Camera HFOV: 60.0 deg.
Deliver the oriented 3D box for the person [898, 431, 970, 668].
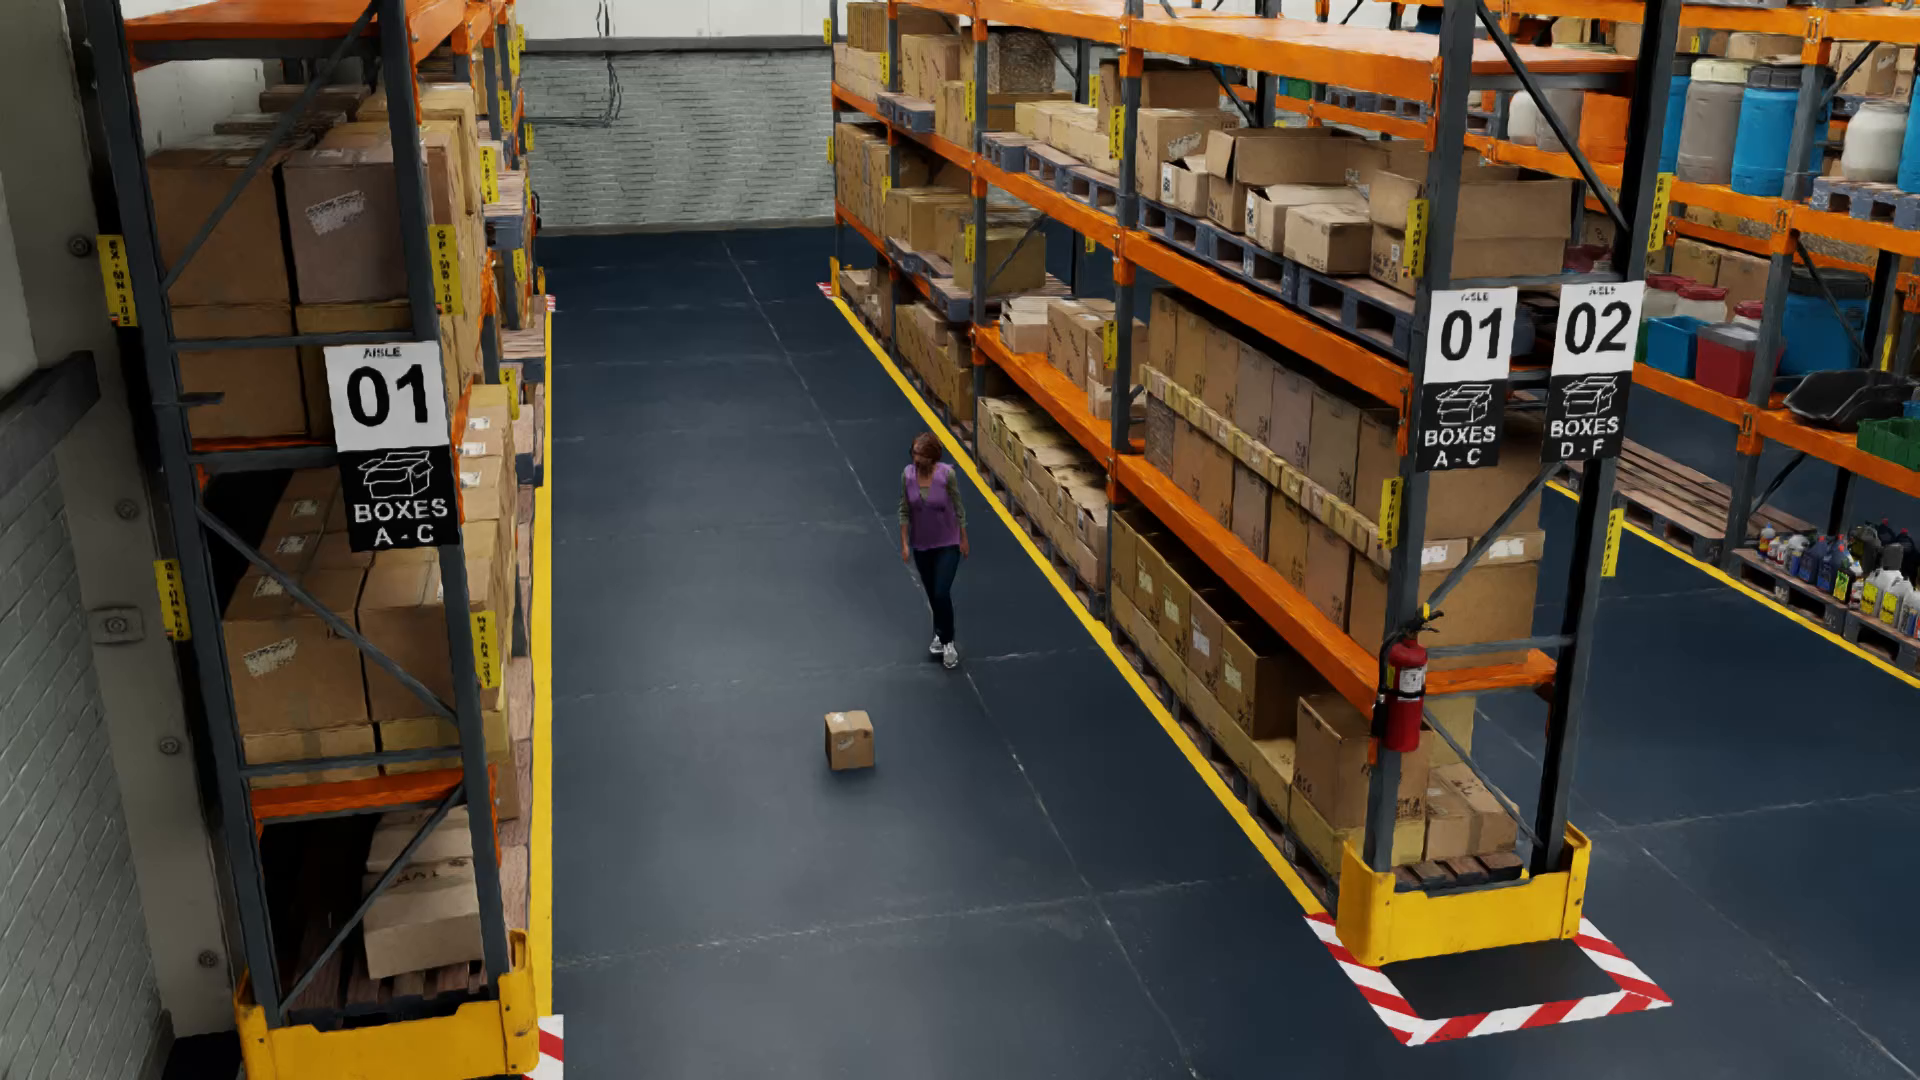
[{"bbox_3d":[-0.171,0.025,10.986,0.442,1.591,0.499,7,21,20],"label":"person"}]
